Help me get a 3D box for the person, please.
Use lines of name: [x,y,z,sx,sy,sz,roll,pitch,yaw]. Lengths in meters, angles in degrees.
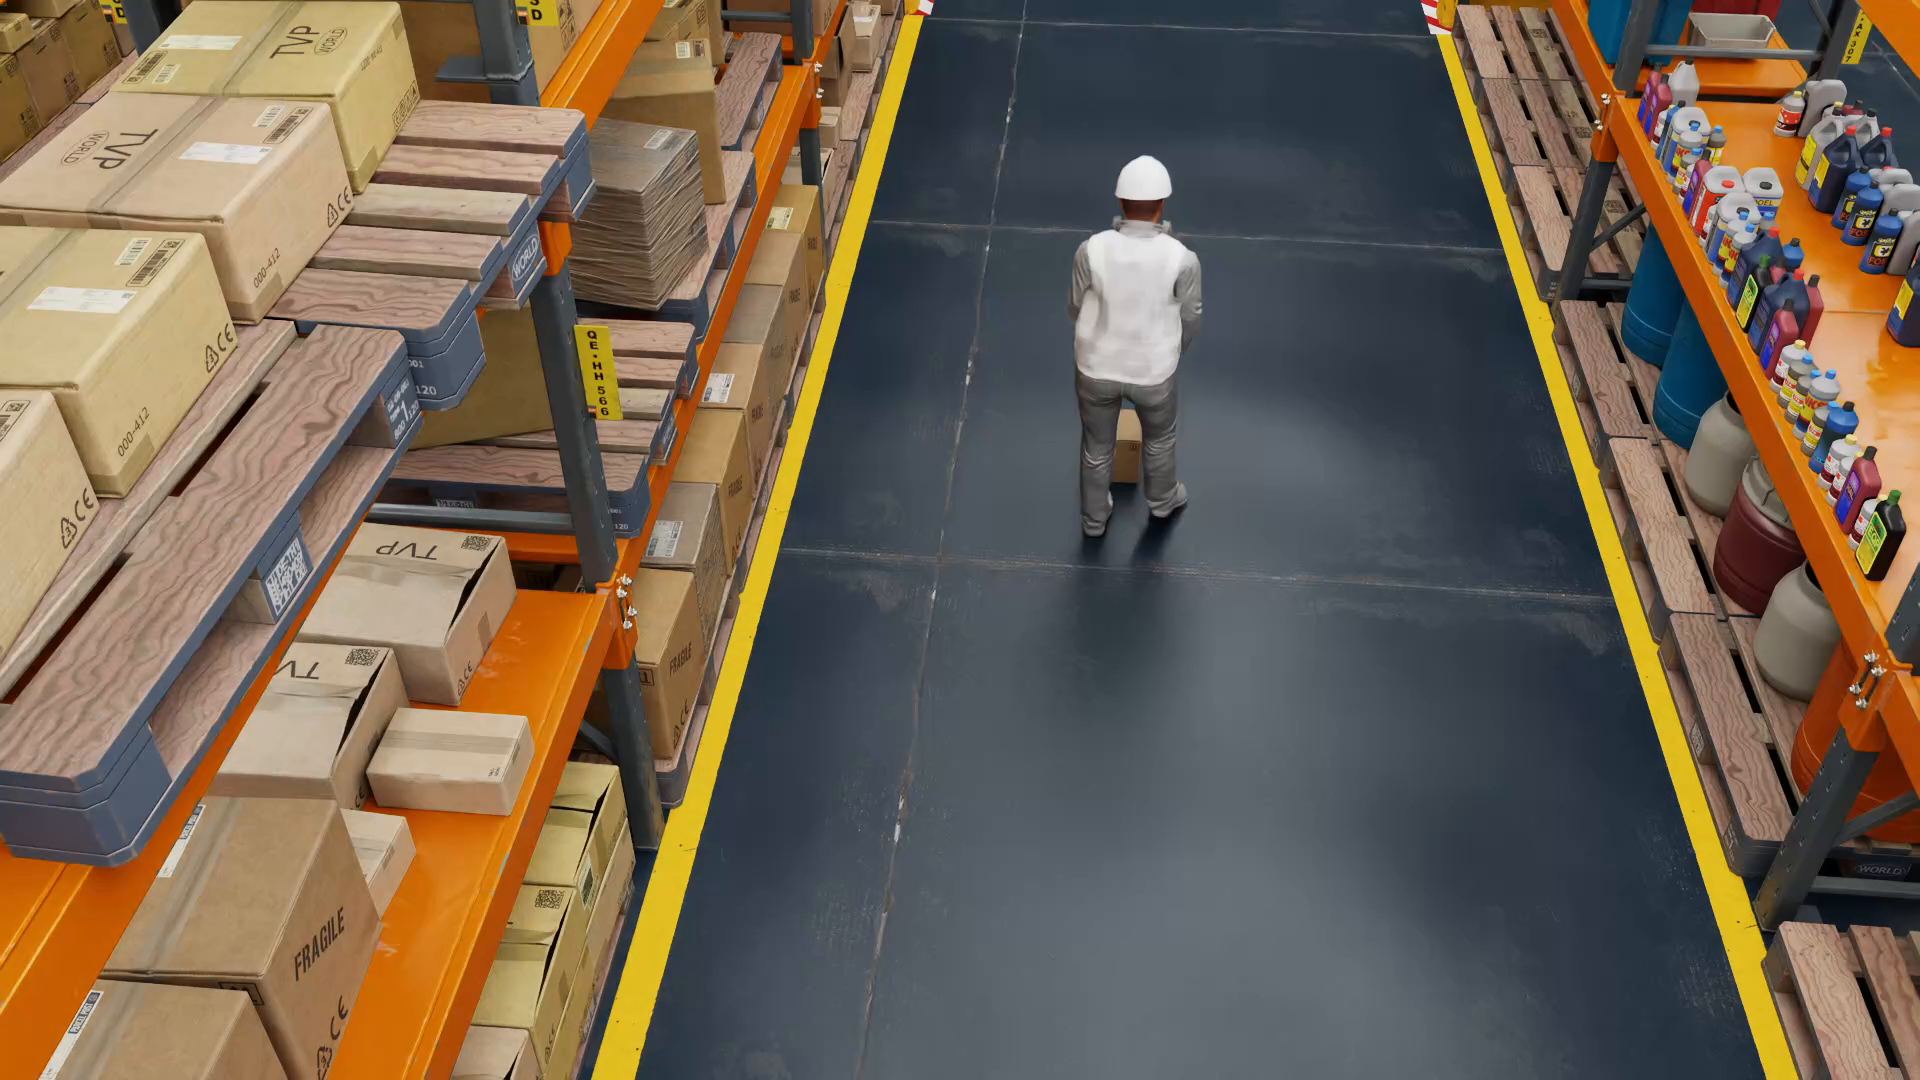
person: [0.741,-0.785,7.068,0.582,1.783,0.534,6,40,8]
